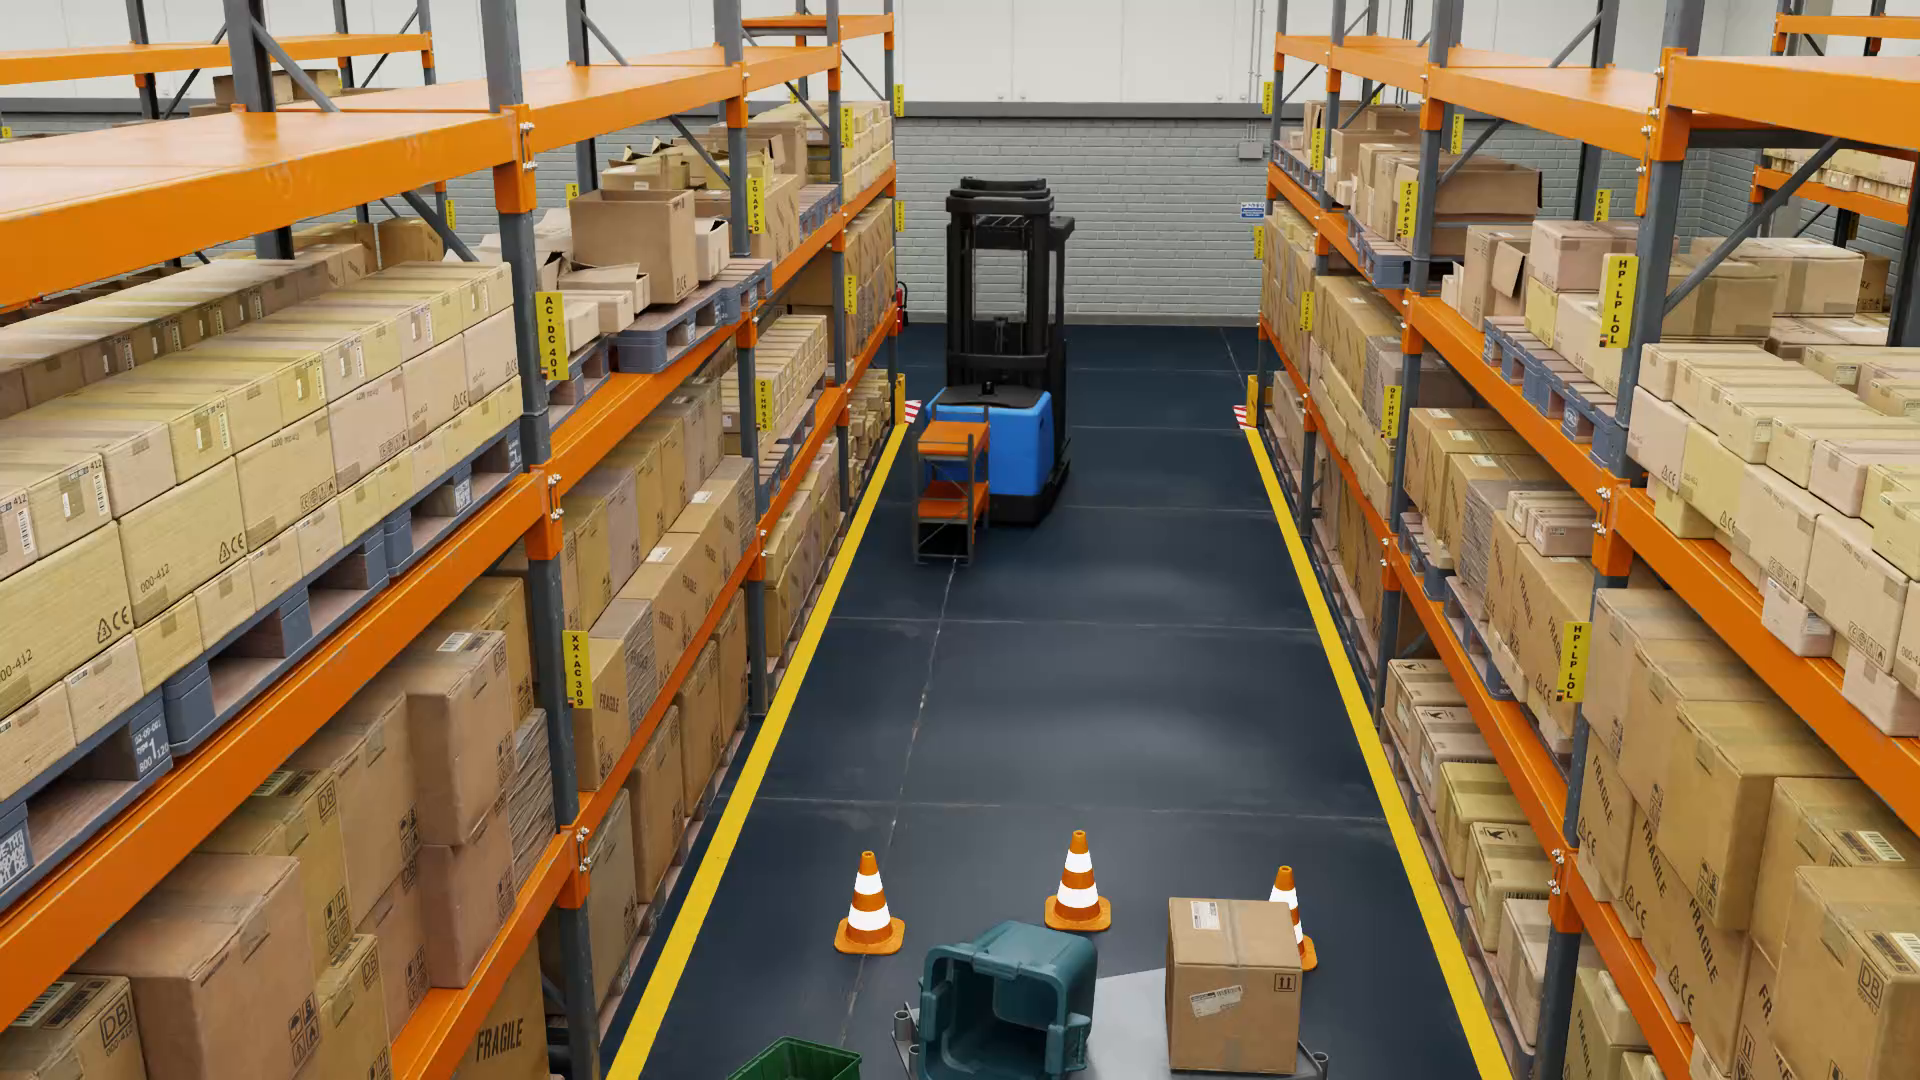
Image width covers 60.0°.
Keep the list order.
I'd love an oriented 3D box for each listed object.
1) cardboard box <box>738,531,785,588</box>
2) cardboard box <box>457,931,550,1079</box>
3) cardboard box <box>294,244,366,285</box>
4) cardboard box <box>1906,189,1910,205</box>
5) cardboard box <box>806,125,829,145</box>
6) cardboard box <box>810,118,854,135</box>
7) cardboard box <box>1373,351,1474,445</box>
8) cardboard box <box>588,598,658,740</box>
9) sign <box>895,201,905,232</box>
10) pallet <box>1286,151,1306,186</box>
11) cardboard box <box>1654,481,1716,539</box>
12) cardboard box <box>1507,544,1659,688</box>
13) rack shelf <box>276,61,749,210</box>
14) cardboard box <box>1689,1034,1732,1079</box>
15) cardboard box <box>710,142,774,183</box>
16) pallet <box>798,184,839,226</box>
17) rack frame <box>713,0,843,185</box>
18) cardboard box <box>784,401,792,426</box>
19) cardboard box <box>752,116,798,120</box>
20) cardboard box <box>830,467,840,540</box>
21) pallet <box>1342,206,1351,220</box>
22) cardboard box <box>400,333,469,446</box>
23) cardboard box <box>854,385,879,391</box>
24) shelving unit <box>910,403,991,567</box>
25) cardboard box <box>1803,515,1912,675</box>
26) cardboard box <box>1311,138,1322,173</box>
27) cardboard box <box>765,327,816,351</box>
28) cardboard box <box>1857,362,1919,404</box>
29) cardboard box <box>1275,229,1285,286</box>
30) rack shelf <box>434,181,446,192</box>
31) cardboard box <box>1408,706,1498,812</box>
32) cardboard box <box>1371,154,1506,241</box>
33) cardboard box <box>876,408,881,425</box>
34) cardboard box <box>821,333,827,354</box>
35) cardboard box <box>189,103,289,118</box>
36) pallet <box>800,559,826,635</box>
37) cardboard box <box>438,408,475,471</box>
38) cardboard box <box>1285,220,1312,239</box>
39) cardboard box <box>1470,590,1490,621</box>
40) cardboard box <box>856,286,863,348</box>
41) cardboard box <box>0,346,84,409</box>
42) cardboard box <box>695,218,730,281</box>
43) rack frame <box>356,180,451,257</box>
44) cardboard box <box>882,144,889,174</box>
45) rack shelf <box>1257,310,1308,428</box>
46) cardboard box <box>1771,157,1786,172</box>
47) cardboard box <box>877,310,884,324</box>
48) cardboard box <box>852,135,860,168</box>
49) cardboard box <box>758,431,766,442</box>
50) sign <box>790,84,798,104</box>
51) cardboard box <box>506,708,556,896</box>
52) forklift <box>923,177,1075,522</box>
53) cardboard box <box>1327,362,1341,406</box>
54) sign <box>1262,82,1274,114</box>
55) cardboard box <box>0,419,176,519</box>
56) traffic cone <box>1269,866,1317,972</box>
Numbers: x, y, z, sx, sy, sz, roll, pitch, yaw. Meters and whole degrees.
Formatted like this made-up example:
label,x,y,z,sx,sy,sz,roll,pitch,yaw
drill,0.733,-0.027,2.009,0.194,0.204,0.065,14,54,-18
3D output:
label,x,y,z,sx,sy,sz,roll,pitch,yaw
cardboard box,-1.477,0.128,11.350,0.500,0.250,0.500,0,18,1
cardboard box,-2.169,1.951,6.388,0.875,0.875,0.875,2,18,5
cardboard box,-6.056,-2.563,15.987,0.500,0.500,0.500,1,18,2
cardboard box,8.167,-2.849,13.886,0.380,0.149,0.250,1,18,4
cardboard box,-1.219,-3.403,13.973,0.380,0.149,0.250,1,18,3
cardboard box,-1.140,-3.646,14.713,0.380,0.149,0.250,1,18,2
cardboard box,2.953,-0.905,10.601,0.500,0.500,0.500,1,18,2
cardboard box,-1.713,0.586,7.657,0.500,0.500,0.500,1,18,4
sign,-0.642,-3.461,17.802,0.100,0.325,0.005,1,18,4
pallet,3.623,-3.473,15.530,1.003,0.211,1.213,1,18,4
cardboard box,2.546,-0.108,5.522,0.380,0.149,0.250,1,18,4
cardboard box,2.729,0.336,7.269,0.500,0.500,0.500,1,18,4
rack shelf,-1.911,-1.993,7.850,1.077,0.370,4.000,1,18,4
cardboard box,2.446,1.634,5.023,0.380,0.149,0.250,1,18,4
cardboard box,-1.448,-2.491,11.002,0.396,0.266,0.258,1,18,4
pallet,-1.632,-2.684,13.281,1.213,0.211,1.003,1,18,4
rack frame,-1.481,-4.388,13.363,1.000,3.000,0.127,1,18,4
cardboard box,-1.441,-0.921,12.146,0.380,0.149,0.250,2,18,5
cardboard box,-1.665,-3.746,15.017,0.380,0.149,0.250,1,18,2
cardboard box,-1.283,-0.313,13.902,0.500,0.500,0.500,1,18,3
pallet,3.447,-2.507,12.746,0.805,0.209,1.217,1,18,2
cardboard box,-1.870,-0.479,5.180,0.500,0.250,0.500,1,18,4
cardboard box,-1.028,-1.498,17.126,0.380,0.149,0.250,1,18,2
shelving unit,-0.070,-0.484,14.095,0.538,1.125,1.048,3,18,8
cardboard box,2.475,0.134,4.142,0.500,0.250,0.500,1,18,4
cardboard box,3.190,-3.272,14.156,0.396,0.266,0.258,2,18,6
cardboard box,-1.354,-1.607,13.285,0.380,0.149,0.250,1,18,2
cardboard box,3.143,-0.473,5.354,0.380,0.149,0.250,1,18,3
cardboard box,3.373,-2.760,16.261,0.500,0.500,0.500,1,18,3
rack shelf,-6.278,-3.384,16.271,1.077,0.370,4.000,1,18,4
cardboard box,3.081,1.238,9.373,0.950,0.372,0.625,1,18,3
cardboard box,3.058,-2.200,10.667,0.700,0.500,0.500,0,18,1
cardboard box,-1.007,-1.273,16.916,0.380,0.149,0.250,2,18,5
cardboard box,-1.313,-1.631,13.834,0.380,0.149,0.250,2,18,6
cardboard box,-6.425,-3.644,14.913,0.700,0.500,0.500,0,18,1
pallet,-1.620,0.410,12.834,1.003,0.211,1.213,1,18,4
cardboard box,-1.797,-0.327,5.354,0.380,0.149,0.250,2,18,5
cardboard box,3.296,-2.946,15.790,0.380,0.149,0.250,1,18,3
cardboard box,2.804,0.302,8.414,0.380,0.149,0.250,2,18,6
cardboard box,-1.166,-2.028,15.157,0.500,0.500,0.500,1,18,4
cardboard box,-2.529,-0.407,4.317,0.380,0.149,0.250,1,18,4
cardboard box,-1.543,-1.594,8.960,0.500,0.311,0.500,1,18,4
rack frame,-6.134,-2.922,18.522,1.000,3.000,0.127,1,18,4
cardboard box,-0.992,-3.828,16.711,0.500,0.250,0.500,1,18,4
rack shelf,3.607,-1.737,16.063,1.077,0.370,4.000,1,18,4
cardboard box,8.447,-3.803,16.798,0.380,0.149,0.250,2,18,5
cardboard box,-0.989,-2.318,17.084,0.380,0.149,0.250,2,18,5
cardboard box,-1.167,-3.428,14.687,0.500,0.250,0.500,1,18,4
cardboard box,-1.515,-0.746,11.135,0.380,0.149,0.250,2,18,7
sign,-1.735,-4.632,17.522,0.100,0.325,0.005,1,18,4
cardboard box,-2.069,0.991,6.340,0.875,0.550,0.550,1,18,4
forklift,0.468,-1.970,15.728,1.130,2.935,3.031,4,18,11
cardboard box,3.079,-1.175,12.631,0.500,0.250,0.500,2,18,5
sign,3.197,-4.593,17.275,0.100,0.325,0.005,1,18,4
cardboard box,-1.926,-0.155,3.548,0.380,0.149,0.250,1,18,3
traffic cone,1.583,1.816,8.138,0.336,0.463,0.334,1,18,4
